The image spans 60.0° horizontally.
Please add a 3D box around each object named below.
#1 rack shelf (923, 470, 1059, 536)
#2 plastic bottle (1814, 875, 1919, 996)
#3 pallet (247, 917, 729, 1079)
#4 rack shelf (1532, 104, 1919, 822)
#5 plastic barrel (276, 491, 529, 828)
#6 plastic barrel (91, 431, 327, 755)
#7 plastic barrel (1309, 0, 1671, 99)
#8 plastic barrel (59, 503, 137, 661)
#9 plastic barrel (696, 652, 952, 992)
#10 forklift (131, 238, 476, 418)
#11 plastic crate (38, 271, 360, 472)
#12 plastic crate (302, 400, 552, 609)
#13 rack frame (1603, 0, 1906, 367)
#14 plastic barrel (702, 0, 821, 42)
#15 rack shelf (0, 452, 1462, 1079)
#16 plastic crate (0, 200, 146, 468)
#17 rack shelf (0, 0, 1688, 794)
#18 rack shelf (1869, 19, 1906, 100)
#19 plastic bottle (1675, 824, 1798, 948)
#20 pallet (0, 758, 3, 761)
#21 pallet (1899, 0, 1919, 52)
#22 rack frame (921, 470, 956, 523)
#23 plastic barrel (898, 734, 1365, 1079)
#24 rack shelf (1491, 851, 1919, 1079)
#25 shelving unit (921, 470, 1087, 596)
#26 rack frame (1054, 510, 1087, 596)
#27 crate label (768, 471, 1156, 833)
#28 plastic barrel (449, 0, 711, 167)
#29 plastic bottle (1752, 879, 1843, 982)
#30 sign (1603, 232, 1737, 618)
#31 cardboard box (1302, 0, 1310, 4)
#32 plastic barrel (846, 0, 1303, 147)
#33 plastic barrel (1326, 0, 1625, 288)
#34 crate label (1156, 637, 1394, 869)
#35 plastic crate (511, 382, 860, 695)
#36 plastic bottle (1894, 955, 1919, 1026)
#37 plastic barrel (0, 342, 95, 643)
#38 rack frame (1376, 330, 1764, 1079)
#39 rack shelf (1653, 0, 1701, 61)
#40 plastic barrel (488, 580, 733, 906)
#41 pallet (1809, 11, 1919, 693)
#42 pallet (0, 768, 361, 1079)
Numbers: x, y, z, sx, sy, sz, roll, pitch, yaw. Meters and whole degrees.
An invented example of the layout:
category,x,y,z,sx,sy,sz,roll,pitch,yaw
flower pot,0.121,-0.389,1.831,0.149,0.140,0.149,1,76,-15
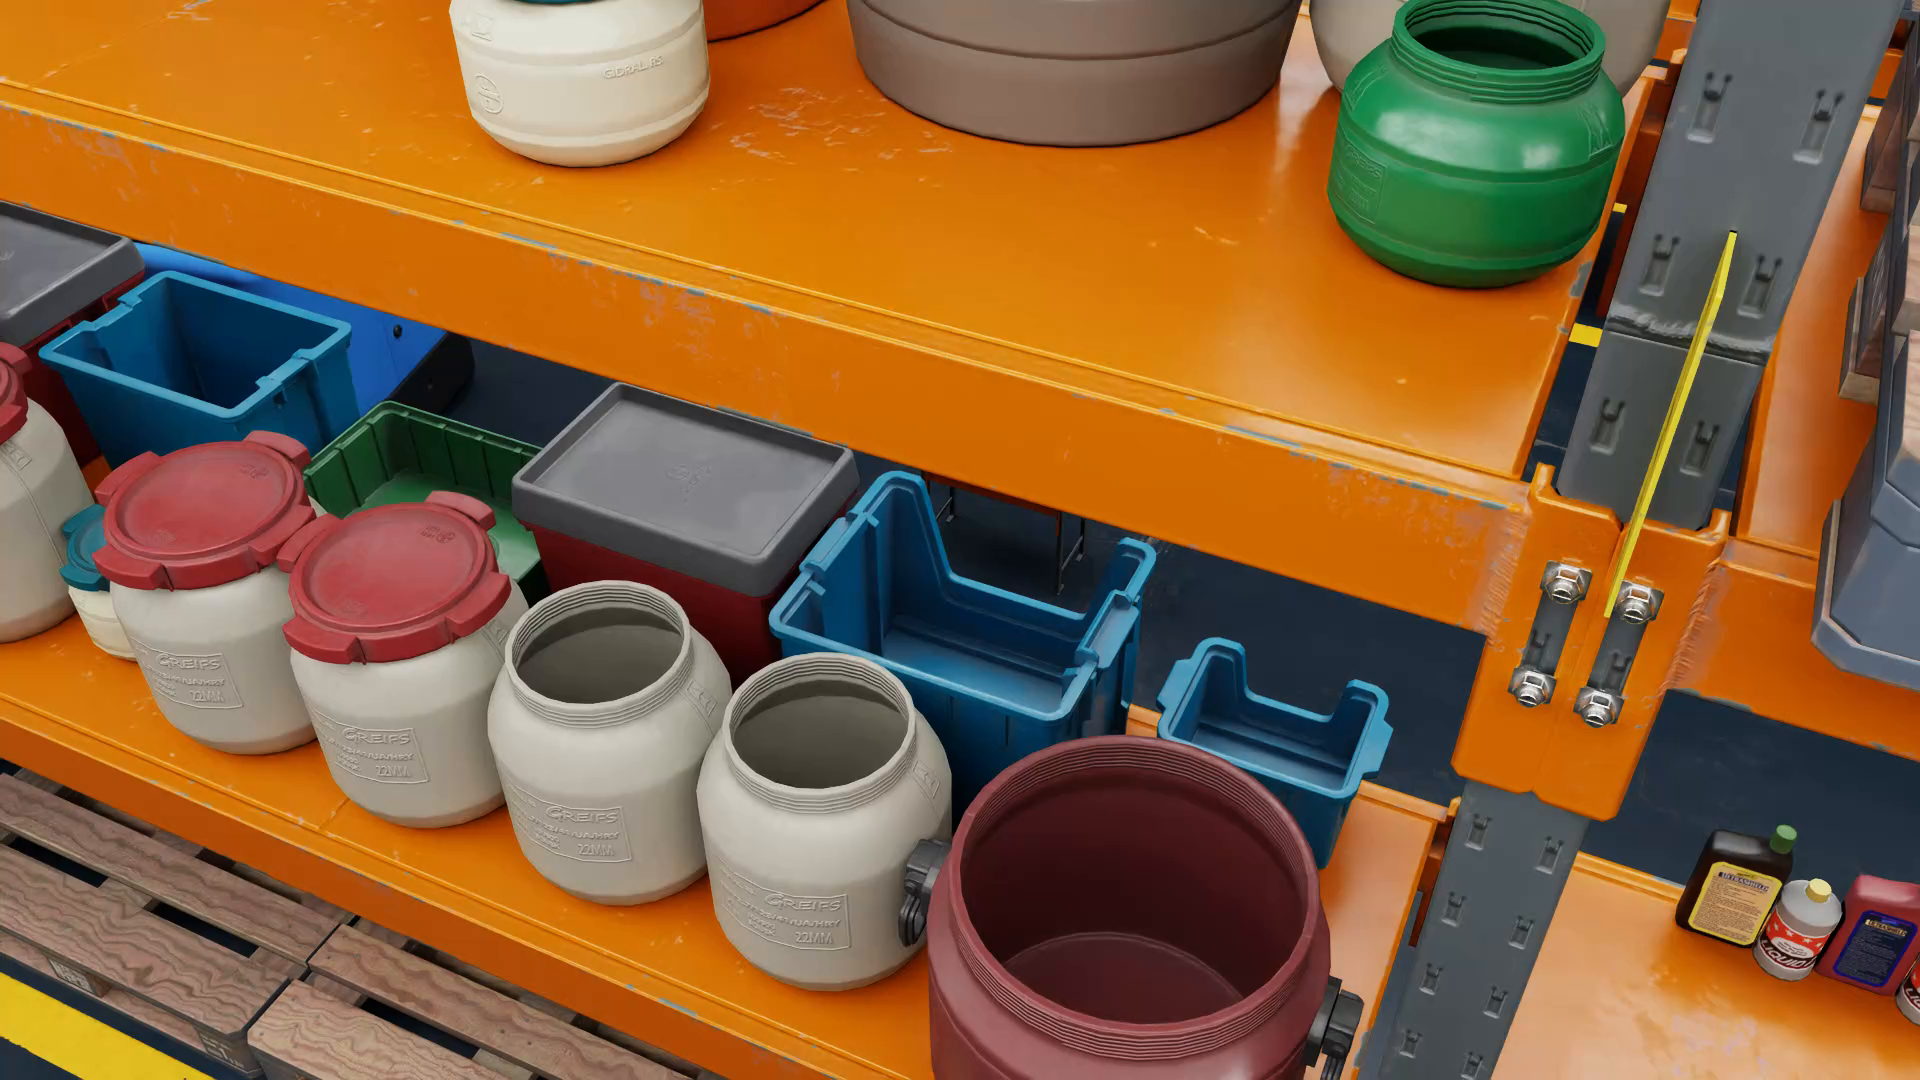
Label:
category,x,y,z,sx,sy,sz,roll,pitch,yaw
rack shelf,0.150,-0.207,5.478,0.480,0.148,0.258,17,44,19
plastic bottle,1.554,0.648,2.802,0.133,0.283,0.061,17,44,19
pallet,-0.989,1.158,4.252,1.213,0.211,1.003,17,44,19
rack shelf,2.611,0.373,1.288,4.000,0.370,1.077,17,44,19
plastic barrel,-0.995,0.240,3.079,0.433,0.535,0.433,0,41,0
plastic barrel,-1.387,0.120,3.217,0.433,0.535,0.433,0,41,0
plastic barrel,0.646,-0.763,1.964,0.421,0.512,0.421,0,41,0
plastic barrel,-1.692,0.083,3.469,0.301,0.262,0.301,0,41,0
plastic barrel,-0.224,0.481,2.820,0.421,0.512,0.421,0,41,0
forklift,-3.439,-1.690,5.462,3.031,2.935,1.130,10,42,12
plastic crate,-1.695,-0.300,3.818,0.575,0.384,0.392,17,44,19
plastic crate,-1.129,-0.032,3.658,0.662,0.188,0.450,17,44,19
rack frame,0.798,-1.586,0.709,0.127,3.000,1.000,17,44,19
plastic barrel,-0.447,-1.152,2.171,0.708,0.830,0.600,17,44,19
rack shelf,-1.014,0.399,3.549,4.000,0.370,1.077,17,44,19
plastic crate,-2.258,-0.498,3.986,0.583,0.464,0.402,17,44,19
rack shelf,-1.014,-0.734,2.566,4.000,0.370,1.077,17,44,19
rack shelf,4.709,-1.432,5.662,4.000,0.370,1.077,17,44,19
plastic bottle,1.345,0.584,2.875,0.133,0.283,0.061,17,44,19
pallet,-3.418,0.416,5.109,1.213,0.211,1.003,17,44,19
pallet,3.540,-2.039,5.959,1.003,0.211,1.213,17,44,19
rack frame,-0.071,-0.475,5.382,0.015,1.200,0.240,17,44,19
plastic barrel,0.250,0.681,2.570,0.708,0.536,0.600,17,44,19
rack shelf,2.611,1.507,2.271,4.000,0.370,1.077,17,44,19
shelving unit,0.150,-0.408,5.304,0.503,1.200,0.258,17,44,19
rack frame,0.371,-0.340,5.226,0.015,1.200,0.240,17,44,19
crate label,0.012,0.232,3.165,0.616,0.435,0.502,17,44,19
plastic barrel,-0.453,-0.614,1.983,0.301,0.262,0.301,0,41,0
plastic bottle,1.442,0.658,2.853,0.097,0.201,0.097,0,41,0
sign,0.572,-0.084,1.347,0.005,0.325,0.100,17,44,19
cardboard box,1.605,-2.192,7.339,0.500,0.311,0.500,16,43,17
plastic barrel,0.146,-0.998,1.938,0.600,0.901,0.600,0,41,0
plastic barrel,0.553,-0.432,1.786,0.294,0.245,0.294,0,41,0
crate label,0.575,0.405,3.120,0.416,0.233,0.303,17,44,19
plastic crate,-0.537,0.028,3.379,0.583,0.464,0.402,17,44,19
plastic bottle,1.651,0.722,2.779,0.097,0.201,0.097,0,41,0
plastic barrel,-2.052,-0.083,3.452,0.433,0.535,0.433,0,41,0
rack frame,0.798,0.681,2.674,0.127,3.000,1.000,17,44,19
rack shelf,1.084,-2.540,6.940,4.000,0.370,1.077,17,44,19
plastic barrel,-0.606,0.364,2.954,0.421,0.512,0.421,0,41,0
pallet,1.450,-0.111,1.442,1.213,0.211,1.003,17,44,19
pallet,-2.098,0.821,4.641,1.213,0.211,1.003,17,44,19
